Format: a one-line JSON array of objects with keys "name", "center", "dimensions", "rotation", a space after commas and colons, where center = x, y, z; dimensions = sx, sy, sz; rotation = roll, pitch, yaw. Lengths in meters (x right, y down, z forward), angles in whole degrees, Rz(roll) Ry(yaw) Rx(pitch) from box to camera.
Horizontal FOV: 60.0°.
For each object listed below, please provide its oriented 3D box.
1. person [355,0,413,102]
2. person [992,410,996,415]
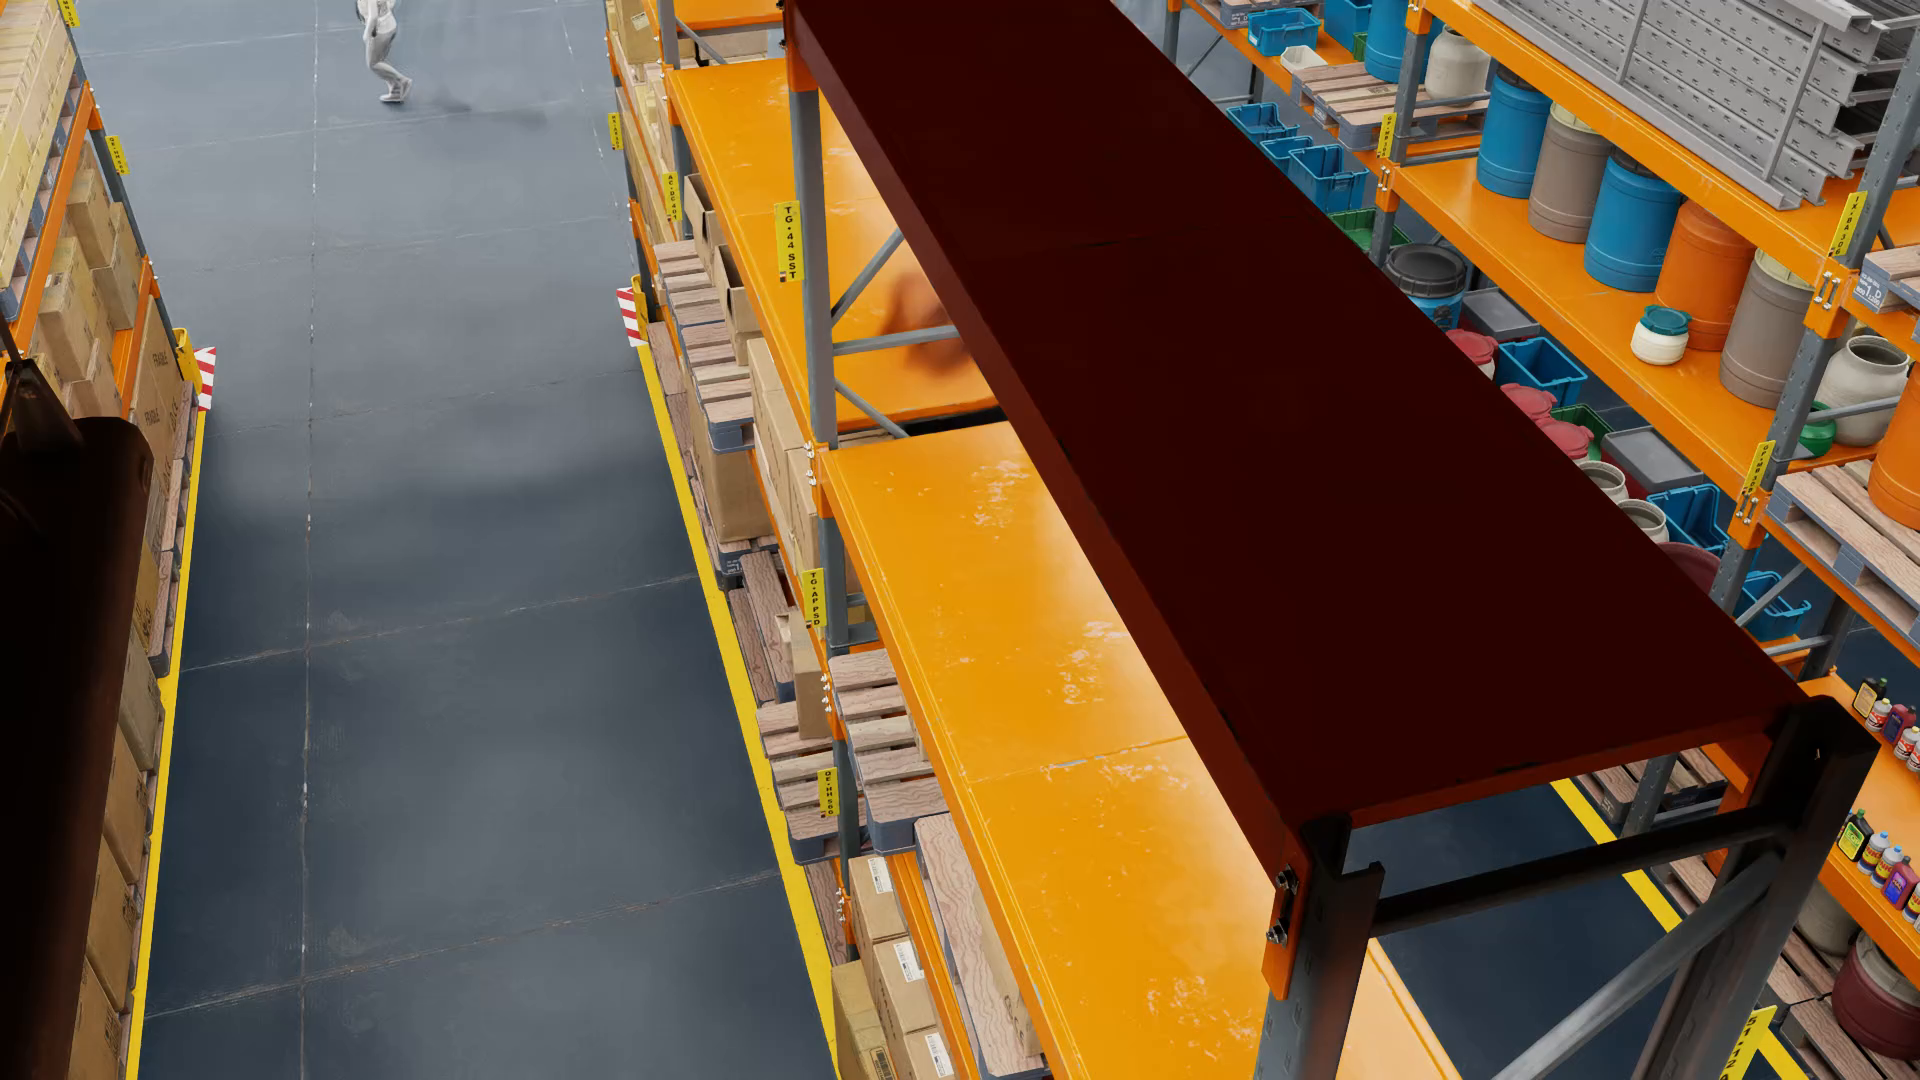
[{"name": "person", "center": [-6.494, -5.740, 18.738], "dimensions": [0.550, 1.662, 0.639], "rotation": [7, 39, 8]}, {"name": "person", "center": [0.109, -1.553, 13.548], "dimensions": [0.437, 1.557, 0.549], "rotation": [-22, 43, -26]}]
